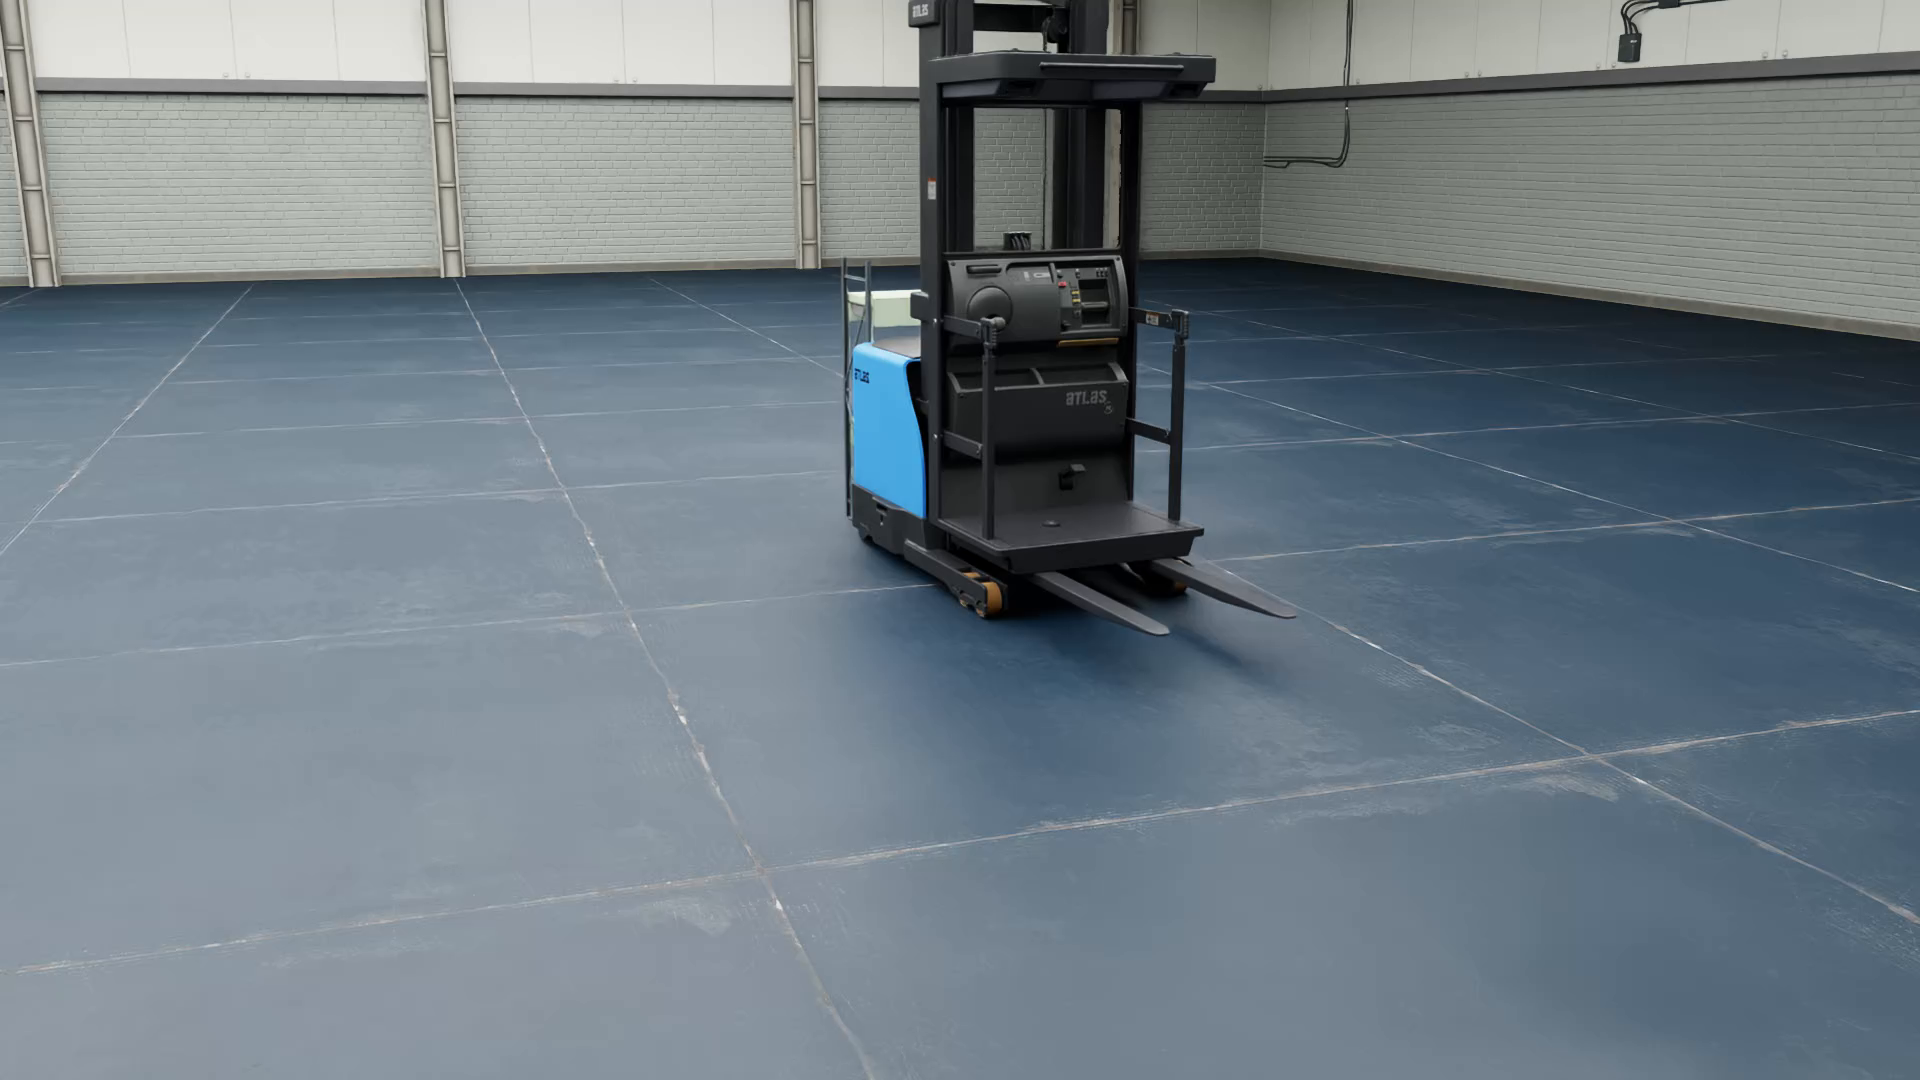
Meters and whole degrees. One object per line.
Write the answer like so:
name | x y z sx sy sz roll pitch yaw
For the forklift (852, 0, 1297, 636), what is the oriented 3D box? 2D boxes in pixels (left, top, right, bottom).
forklift | 0.469 -1.184 7.785 1.130 2.935 3.031 -6 15 -23

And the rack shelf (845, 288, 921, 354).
rack shelf | -0.244 -1.238 9.420 0.720 0.370 0.431 -6 15 -24

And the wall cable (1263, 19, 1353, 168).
wall cable | 6.233 -8.024 30.140 0.112 2.526 3.097 -4 14 -18

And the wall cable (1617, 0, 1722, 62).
wall cable | 9.246 -9.106 20.629 0.169 6.003 2.305 -4 14 -18

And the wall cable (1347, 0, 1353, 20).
wall cable | 7.096 -9.888 27.061 0.112 2.526 3.097 -4 14 -18

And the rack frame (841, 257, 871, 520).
rack frame | -0.577 -0.823 9.361 0.023 1.500 0.400 -6 15 -24

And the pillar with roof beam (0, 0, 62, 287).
pillar with roof beam | -12.667 -7.335 20.532 0.400 9.000 9.100 -4 14 -18

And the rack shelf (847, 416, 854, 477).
rack shelf | -0.244 -0.541 9.586 0.720 0.370 0.431 -6 15 -24

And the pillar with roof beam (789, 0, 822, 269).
pillar with roof beam | -1.294 -8.220 24.255 0.400 9.000 9.100 -4 14 -18

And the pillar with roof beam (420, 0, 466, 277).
pillar with roof beam | -6.981 -7.777 22.393 0.400 9.000 9.100 -4 14 -18

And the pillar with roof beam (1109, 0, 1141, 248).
pillar with roof beam | 4.393 -8.663 26.117 0.400 9.000 9.100 -4 14 -18

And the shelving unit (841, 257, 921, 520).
shelving unit | -0.244 -0.858 9.510 0.755 1.500 0.431 -6 15 -24
